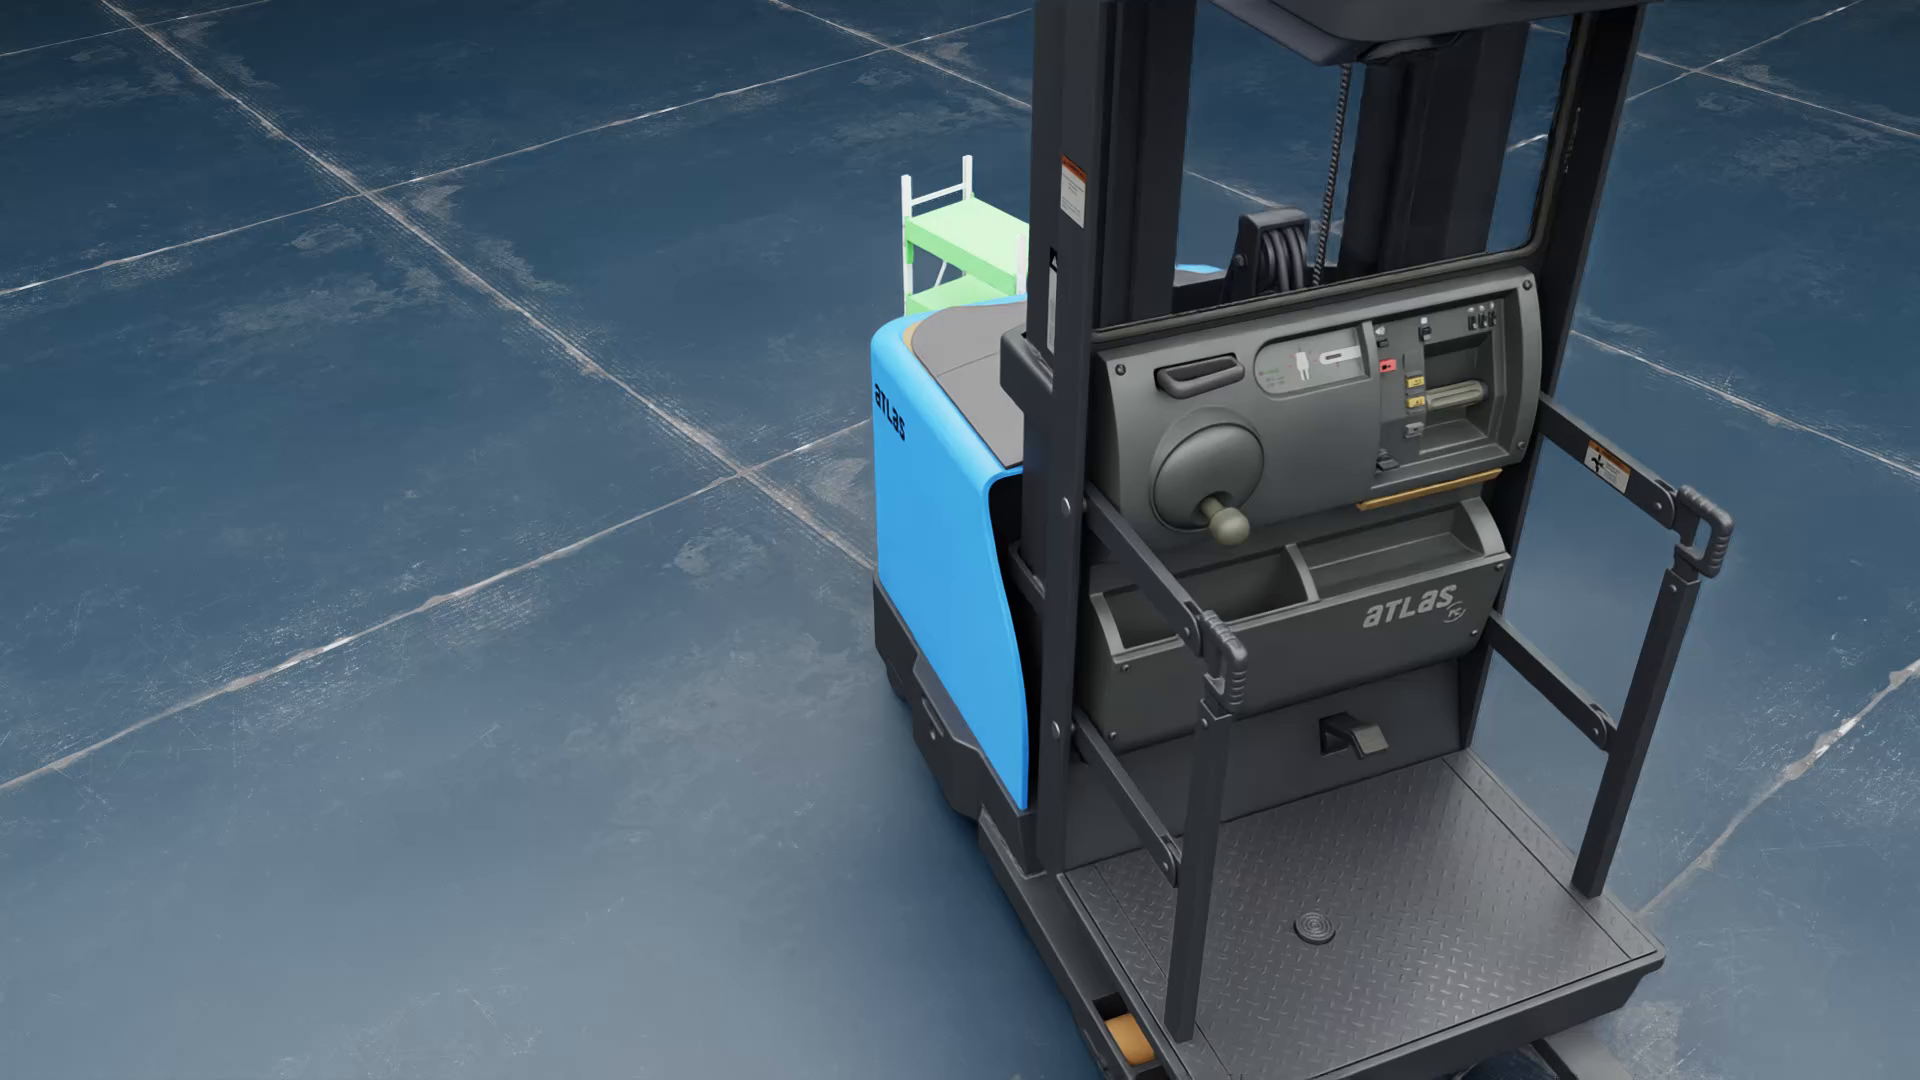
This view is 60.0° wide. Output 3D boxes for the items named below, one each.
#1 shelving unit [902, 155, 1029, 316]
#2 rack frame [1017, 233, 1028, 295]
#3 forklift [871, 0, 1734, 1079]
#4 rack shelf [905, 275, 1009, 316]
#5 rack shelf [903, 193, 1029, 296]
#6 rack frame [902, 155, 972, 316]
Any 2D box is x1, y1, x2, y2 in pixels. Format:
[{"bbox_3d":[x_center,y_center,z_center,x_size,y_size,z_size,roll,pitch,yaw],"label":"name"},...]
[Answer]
[{"bbox_3d":[0.091,-0.446,4.841,0.258,1.200,0.503,-25,42,-31],"label":"shelving unit"},{"bbox_3d":[0.245,-0.336,4.687,0.240,1.200,0.015,-25,42,-31],"label":"rack frame"},{"bbox_3d":[0.784,-0.187,2.978,1.130,2.935,3.031,-13,37,-18],"label":"forklift"},{"bbox_3d":[0.091,-0.589,4.739,0.258,0.148,0.480,-25,42,-31],"label":"rack shelf"},{"bbox_3d":[0.091,-0.785,4.601,0.258,0.148,0.480,-25,42,-31],"label":"rack shelf"},{"bbox_3d":[-0.064,-0.555,4.995,0.240,1.200,0.015,-25,42,-31],"label":"rack frame"}]
